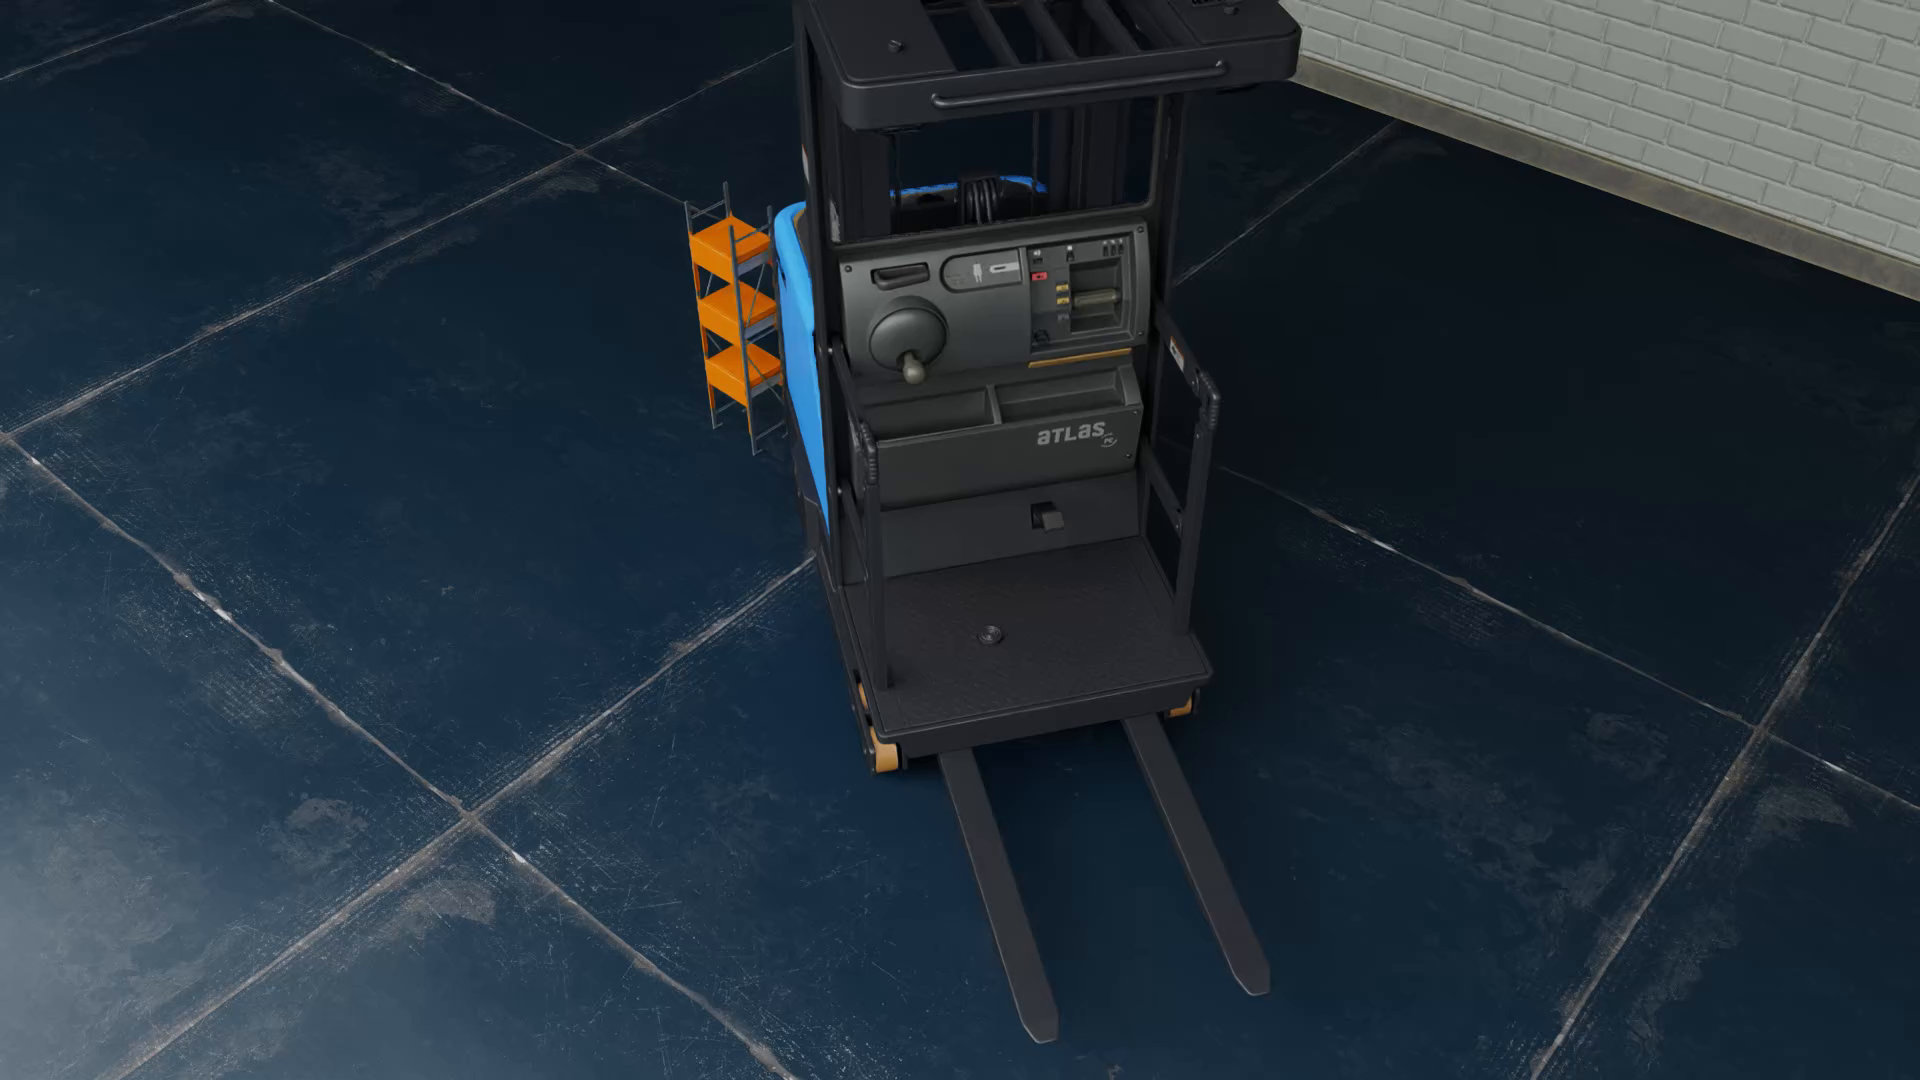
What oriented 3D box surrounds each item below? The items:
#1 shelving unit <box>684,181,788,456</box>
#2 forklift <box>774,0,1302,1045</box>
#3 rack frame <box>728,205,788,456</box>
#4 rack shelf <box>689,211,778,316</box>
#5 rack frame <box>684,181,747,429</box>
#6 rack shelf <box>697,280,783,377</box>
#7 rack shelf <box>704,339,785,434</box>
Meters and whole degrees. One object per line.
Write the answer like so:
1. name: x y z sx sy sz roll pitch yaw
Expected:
1. shelving unit: -0.842 -0.830 6.383 0.252 1.050 0.215 33 51 31
2. forklift: 0.166 -0.616 4.749 1.130 2.935 3.031 -9 43 -10
3. rack frame: -0.753 -0.774 6.321 0.008 1.050 0.200 33 51 31
4. rack shelf: -0.842 -1.033 6.199 0.240 0.259 0.215 33 51 31
5. rack frame: -0.930 -0.887 6.445 0.008 1.050 0.200 33 51 31
6. rack shelf: -0.842 -0.823 6.390 0.240 0.259 0.215 33 51 31
7. rack shelf: -0.842 -0.617 6.577 0.240 0.259 0.215 33 51 31
